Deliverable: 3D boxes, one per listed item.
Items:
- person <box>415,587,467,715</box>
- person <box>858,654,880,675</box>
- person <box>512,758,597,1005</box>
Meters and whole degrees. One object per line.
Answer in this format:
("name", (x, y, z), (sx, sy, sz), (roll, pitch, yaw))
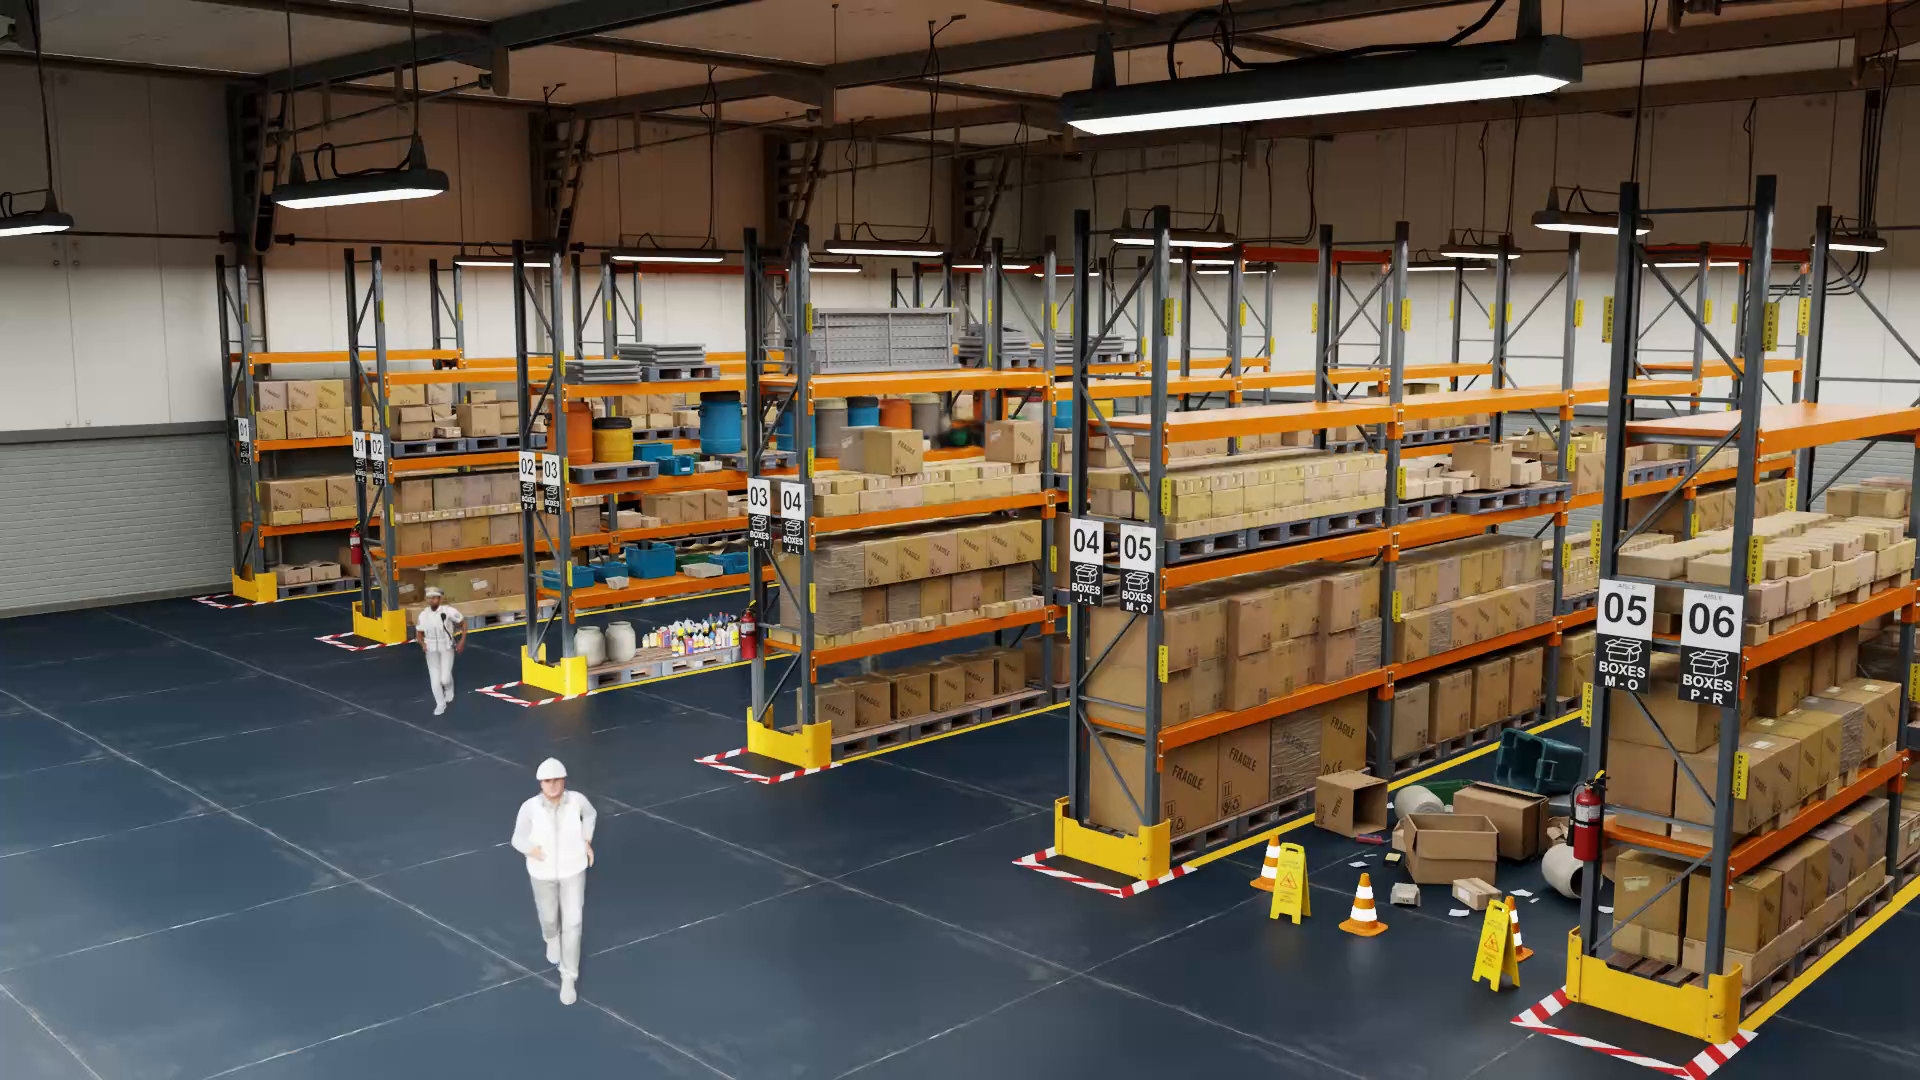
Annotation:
("person", (-6.551, 1.398, 20.959), (0.604, 1.665, 0.619), (0, 8, -3))
("person", (-1.292, 1.104, 22.649), (0.690, 1.721, 0.598), (5, 9, 31))
("person", (-3.063, 2.501, 12.617), (0.629, 1.777, 0.970), (-2, 8, -12))
